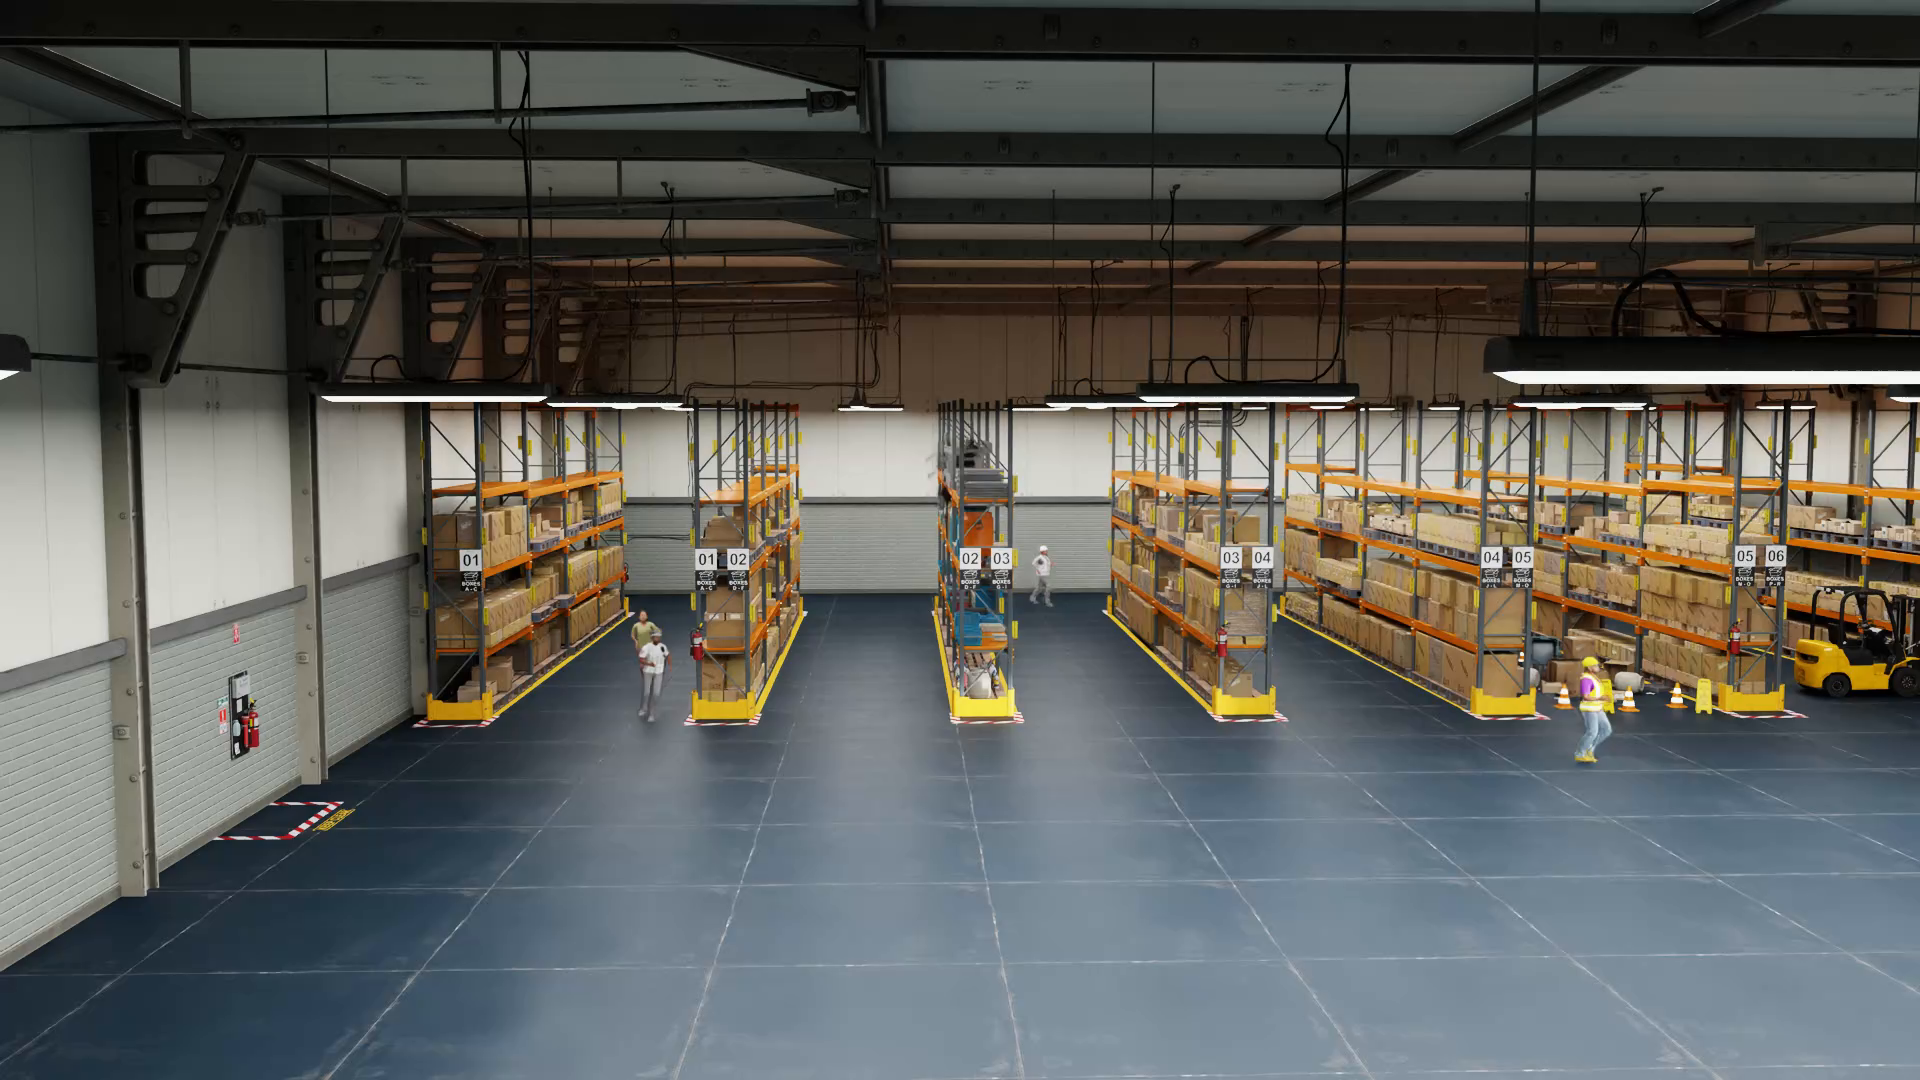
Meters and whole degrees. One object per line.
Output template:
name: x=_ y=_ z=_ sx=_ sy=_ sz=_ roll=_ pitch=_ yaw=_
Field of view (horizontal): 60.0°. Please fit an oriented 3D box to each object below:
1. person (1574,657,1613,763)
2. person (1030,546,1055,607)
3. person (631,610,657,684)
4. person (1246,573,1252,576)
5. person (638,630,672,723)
person: x=10.377 y=2.787 z=27.165 sx=0.629 sy=1.754 sz=0.680 roll=3 pitch=5 yaw=37
person: x=2.455 y=1.082 z=49.602 sx=0.789 sy=1.837 sz=0.630 roll=1 pitch=5 yaw=18
person: x=-6.573 y=2.271 z=34.646 sx=0.556 sy=1.626 sz=0.520 roll=-1 pitch=4 yaw=-8
person: x=8.416 y=1.264 z=48.270 sx=0.611 sy=1.622 sz=0.759 roll=-4 pitch=6 yaw=-42
person: x=-5.702 y=2.530 z=31.119 sx=0.637 sy=1.717 sz=0.695 roll=-2 pitch=5 yaw=-21
